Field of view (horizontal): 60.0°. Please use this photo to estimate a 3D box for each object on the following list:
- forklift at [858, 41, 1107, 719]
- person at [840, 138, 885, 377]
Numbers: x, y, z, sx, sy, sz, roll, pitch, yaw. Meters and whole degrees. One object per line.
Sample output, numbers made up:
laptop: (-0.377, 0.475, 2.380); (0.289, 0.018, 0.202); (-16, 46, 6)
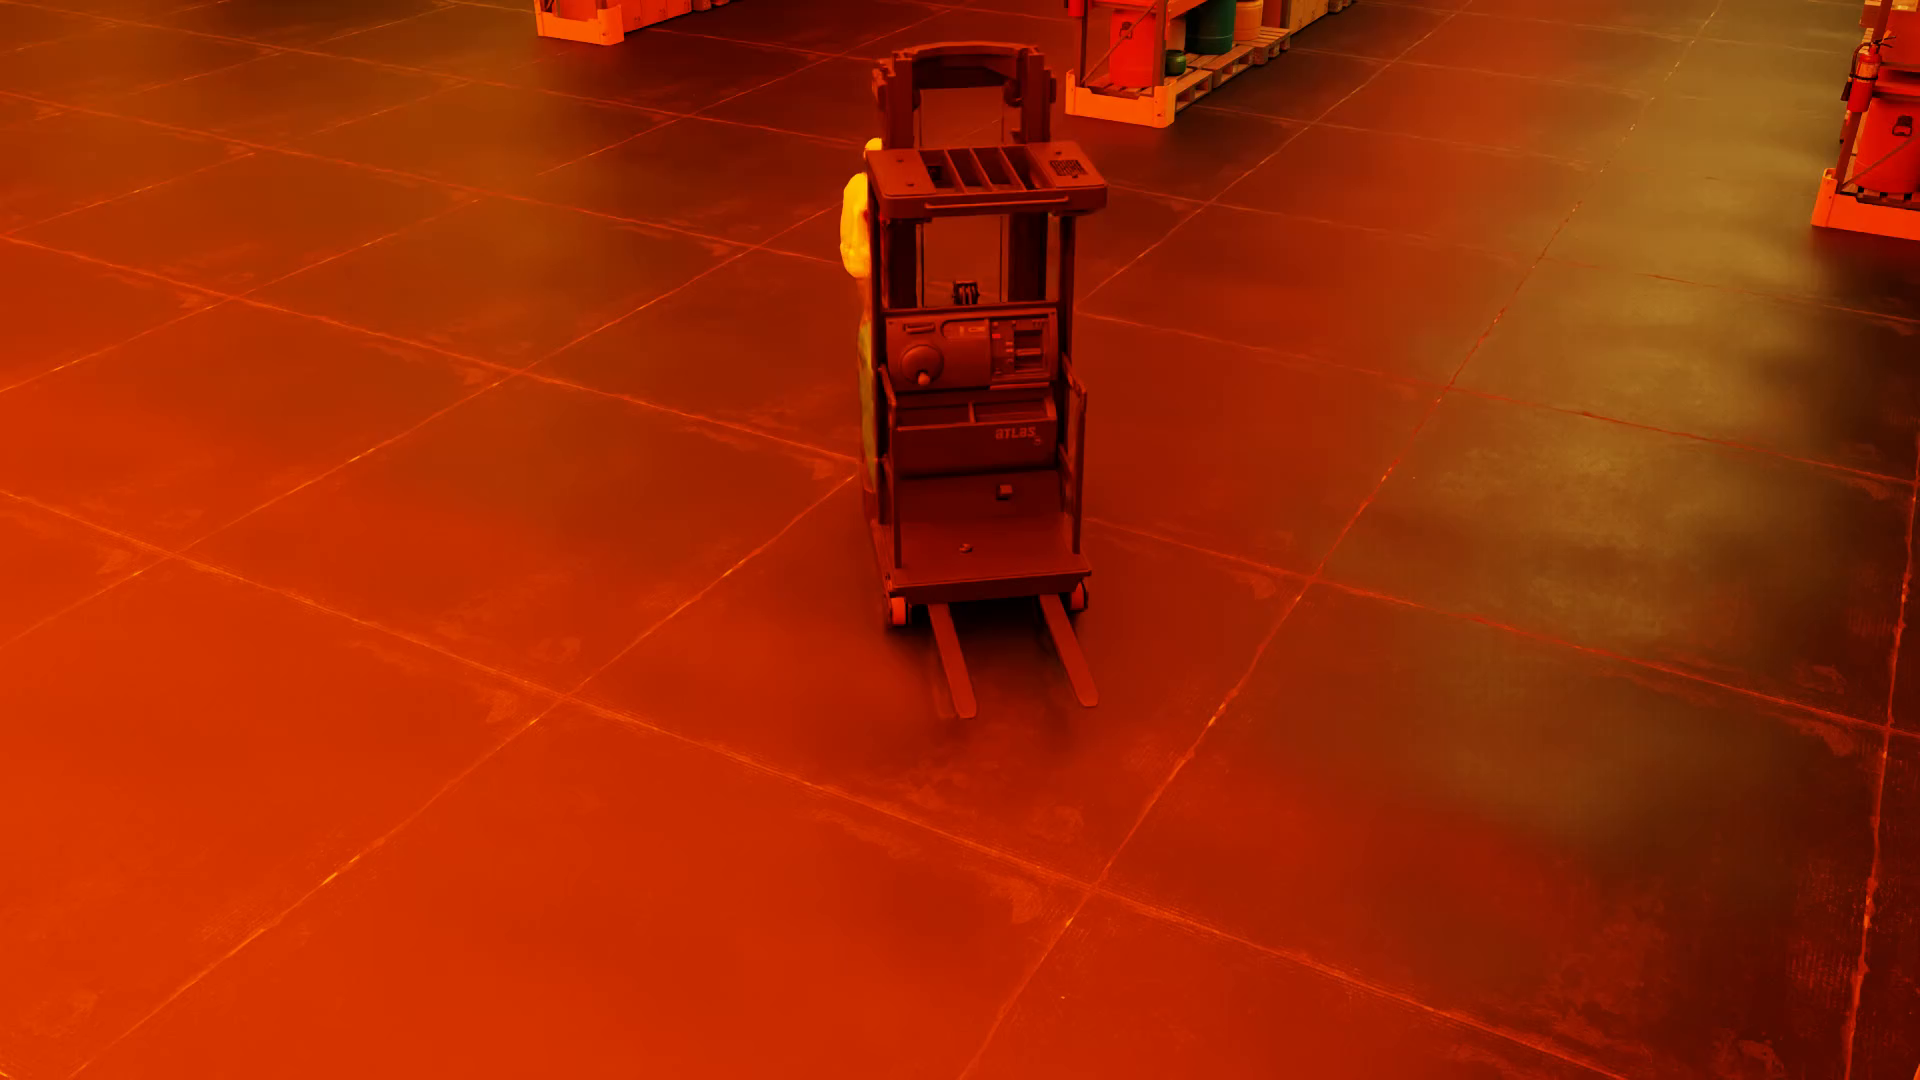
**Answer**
forklift: (0.105, -0.985, 8.777); (1.130, 2.935, 3.031); (-5, 30, -8)
person: (-0.584, -1.916, 11.567); (0.460, 1.759, 0.629); (-10, 31, -16)
